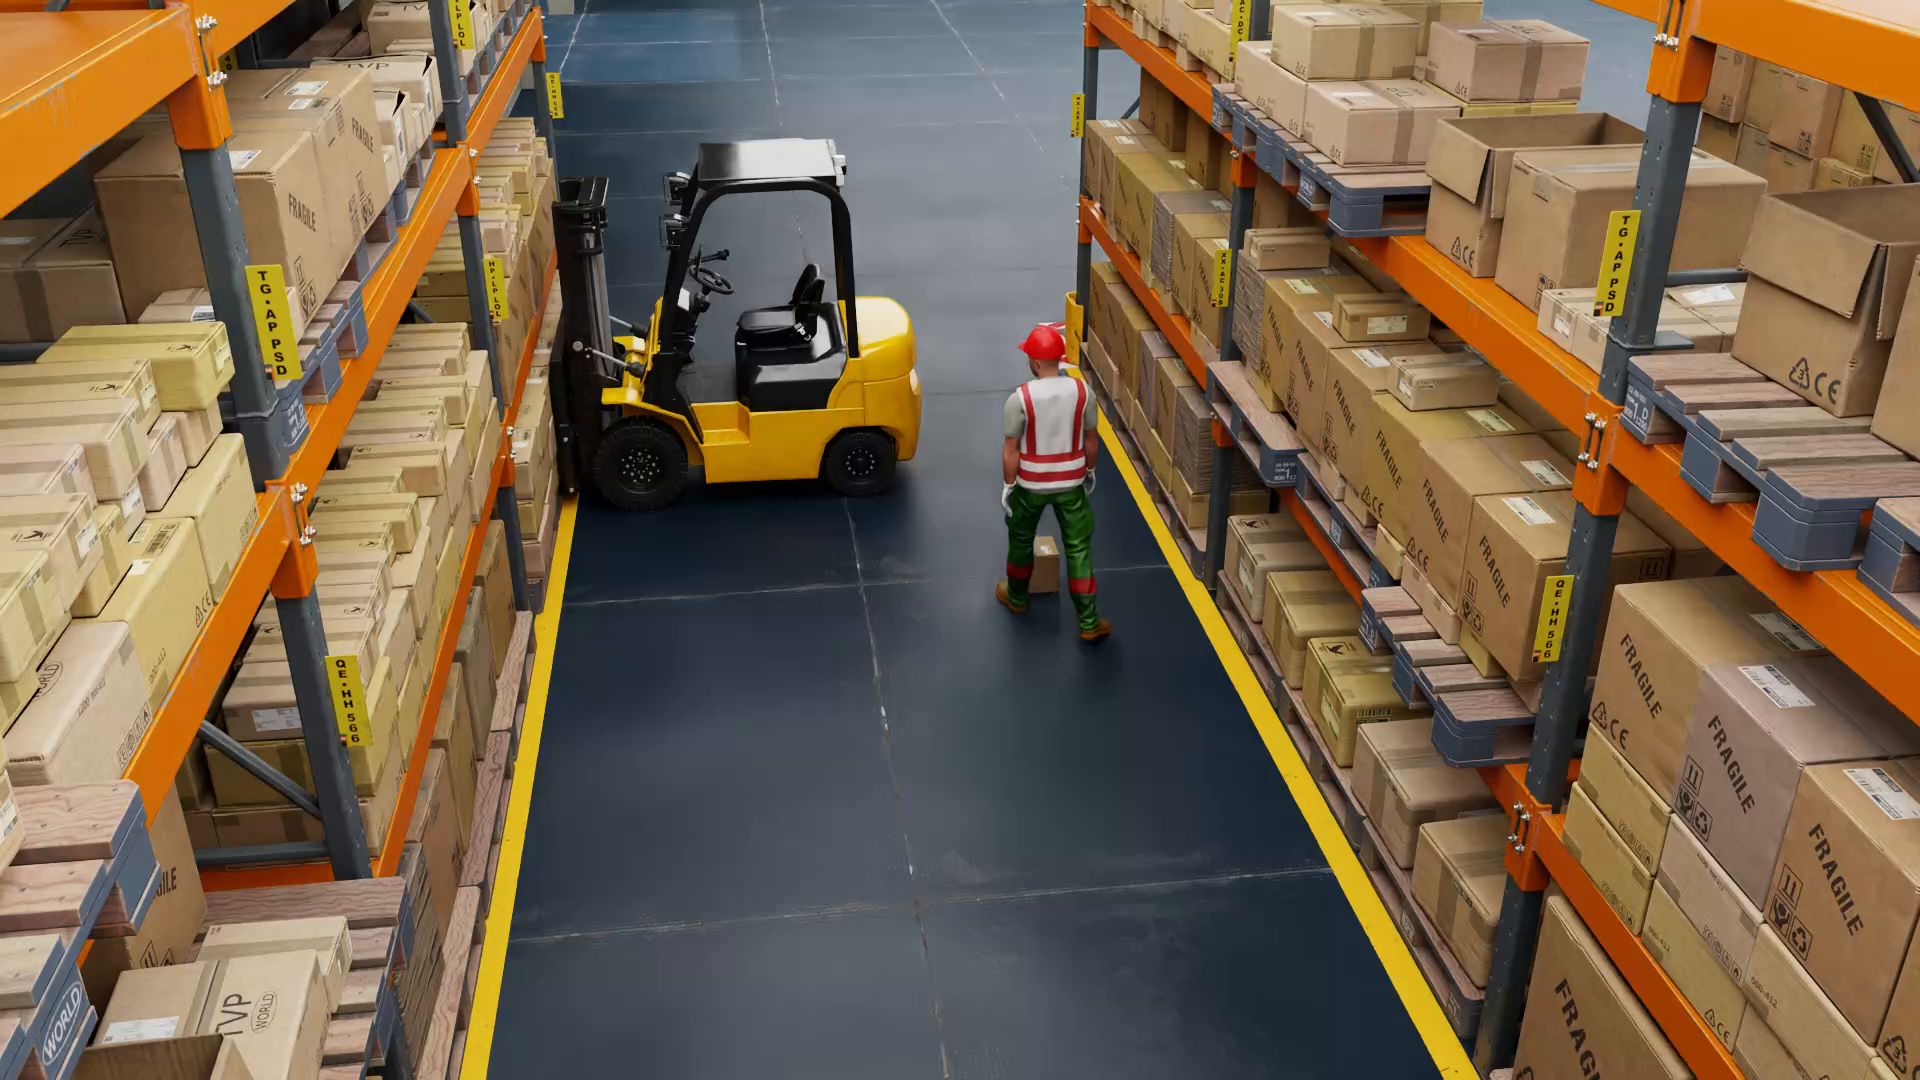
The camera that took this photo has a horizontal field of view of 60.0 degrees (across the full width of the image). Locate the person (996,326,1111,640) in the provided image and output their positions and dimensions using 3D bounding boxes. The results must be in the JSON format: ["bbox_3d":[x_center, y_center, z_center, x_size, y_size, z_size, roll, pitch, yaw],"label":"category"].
[{"bbox_3d":[0.525,-0.333,9.264,0.620,1.776,0.757,-4,27,-8],"label":"person"}]
